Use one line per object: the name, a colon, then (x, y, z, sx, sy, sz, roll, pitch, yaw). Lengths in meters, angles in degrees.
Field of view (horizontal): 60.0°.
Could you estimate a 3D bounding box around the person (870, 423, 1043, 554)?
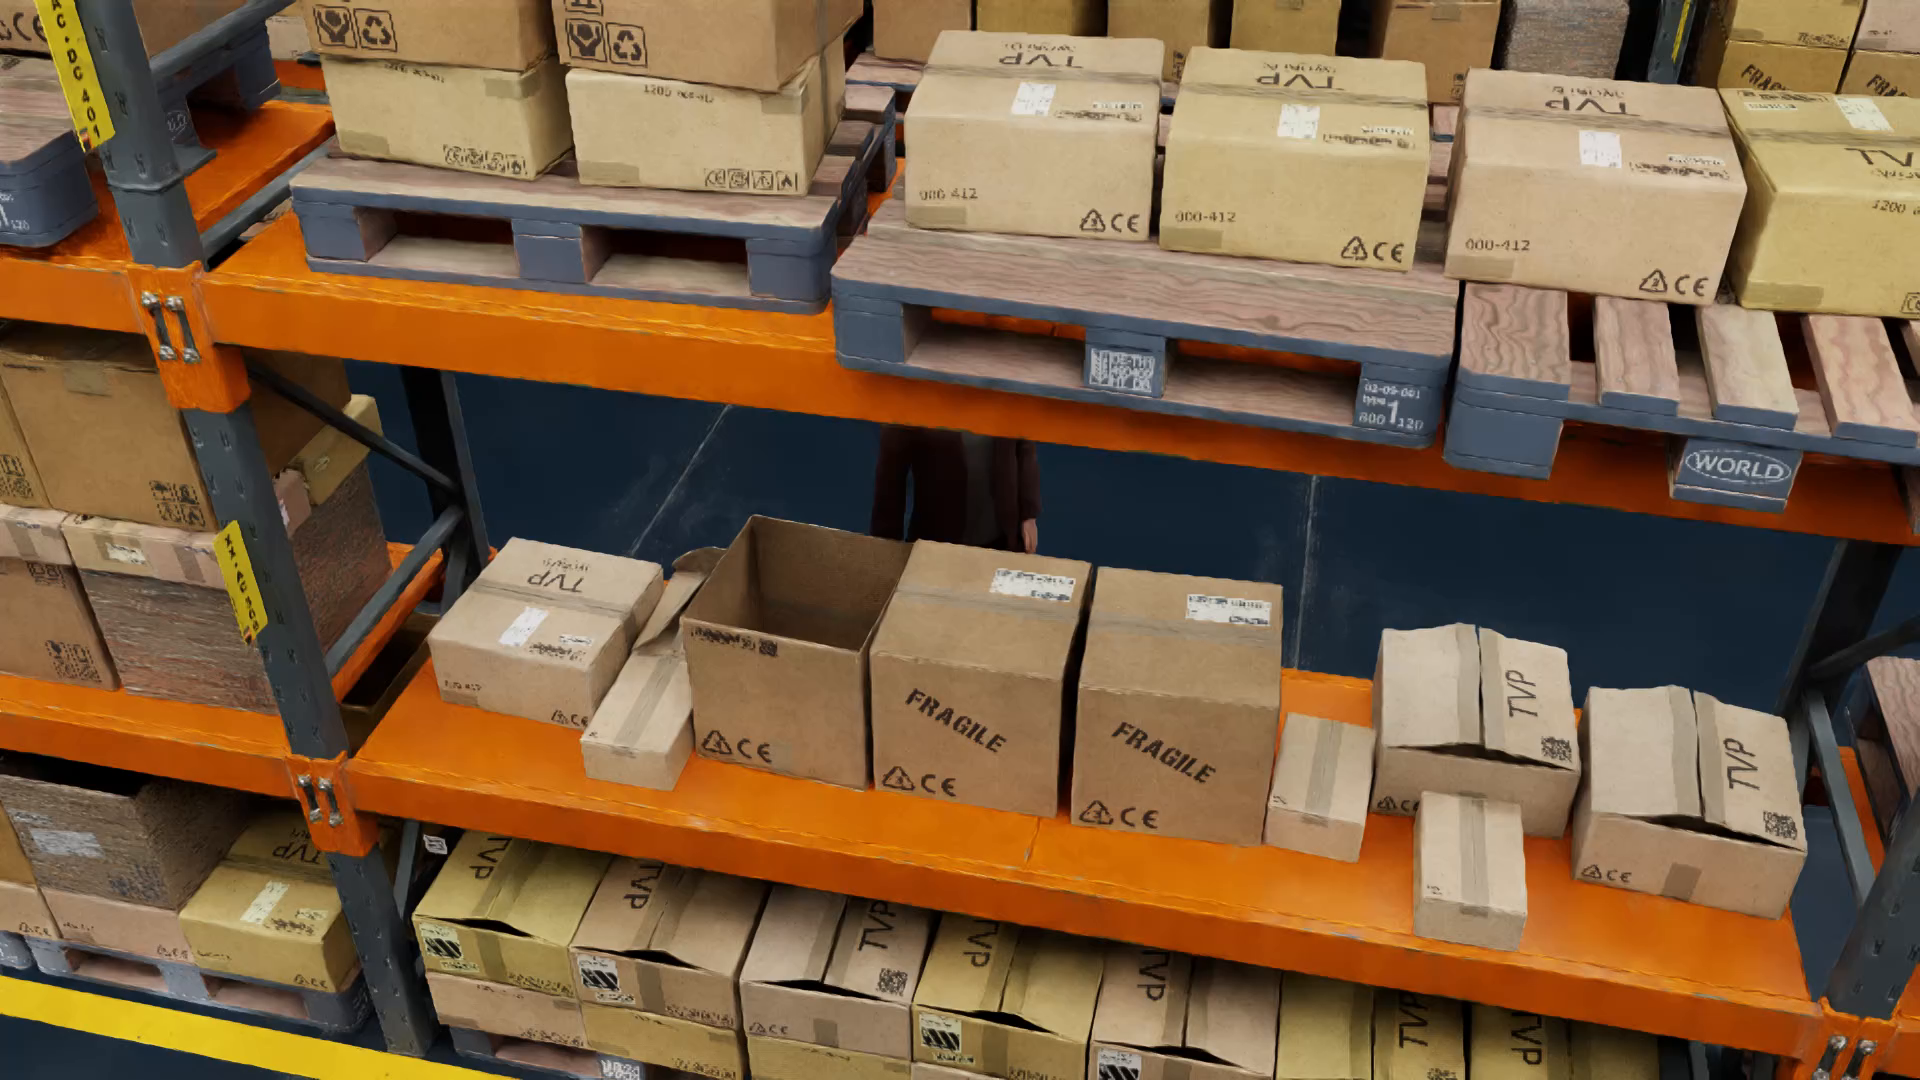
person: (0.010, -0.002, 6.116, 0.635, 1.787, 0.488, -13, 38, -17)
